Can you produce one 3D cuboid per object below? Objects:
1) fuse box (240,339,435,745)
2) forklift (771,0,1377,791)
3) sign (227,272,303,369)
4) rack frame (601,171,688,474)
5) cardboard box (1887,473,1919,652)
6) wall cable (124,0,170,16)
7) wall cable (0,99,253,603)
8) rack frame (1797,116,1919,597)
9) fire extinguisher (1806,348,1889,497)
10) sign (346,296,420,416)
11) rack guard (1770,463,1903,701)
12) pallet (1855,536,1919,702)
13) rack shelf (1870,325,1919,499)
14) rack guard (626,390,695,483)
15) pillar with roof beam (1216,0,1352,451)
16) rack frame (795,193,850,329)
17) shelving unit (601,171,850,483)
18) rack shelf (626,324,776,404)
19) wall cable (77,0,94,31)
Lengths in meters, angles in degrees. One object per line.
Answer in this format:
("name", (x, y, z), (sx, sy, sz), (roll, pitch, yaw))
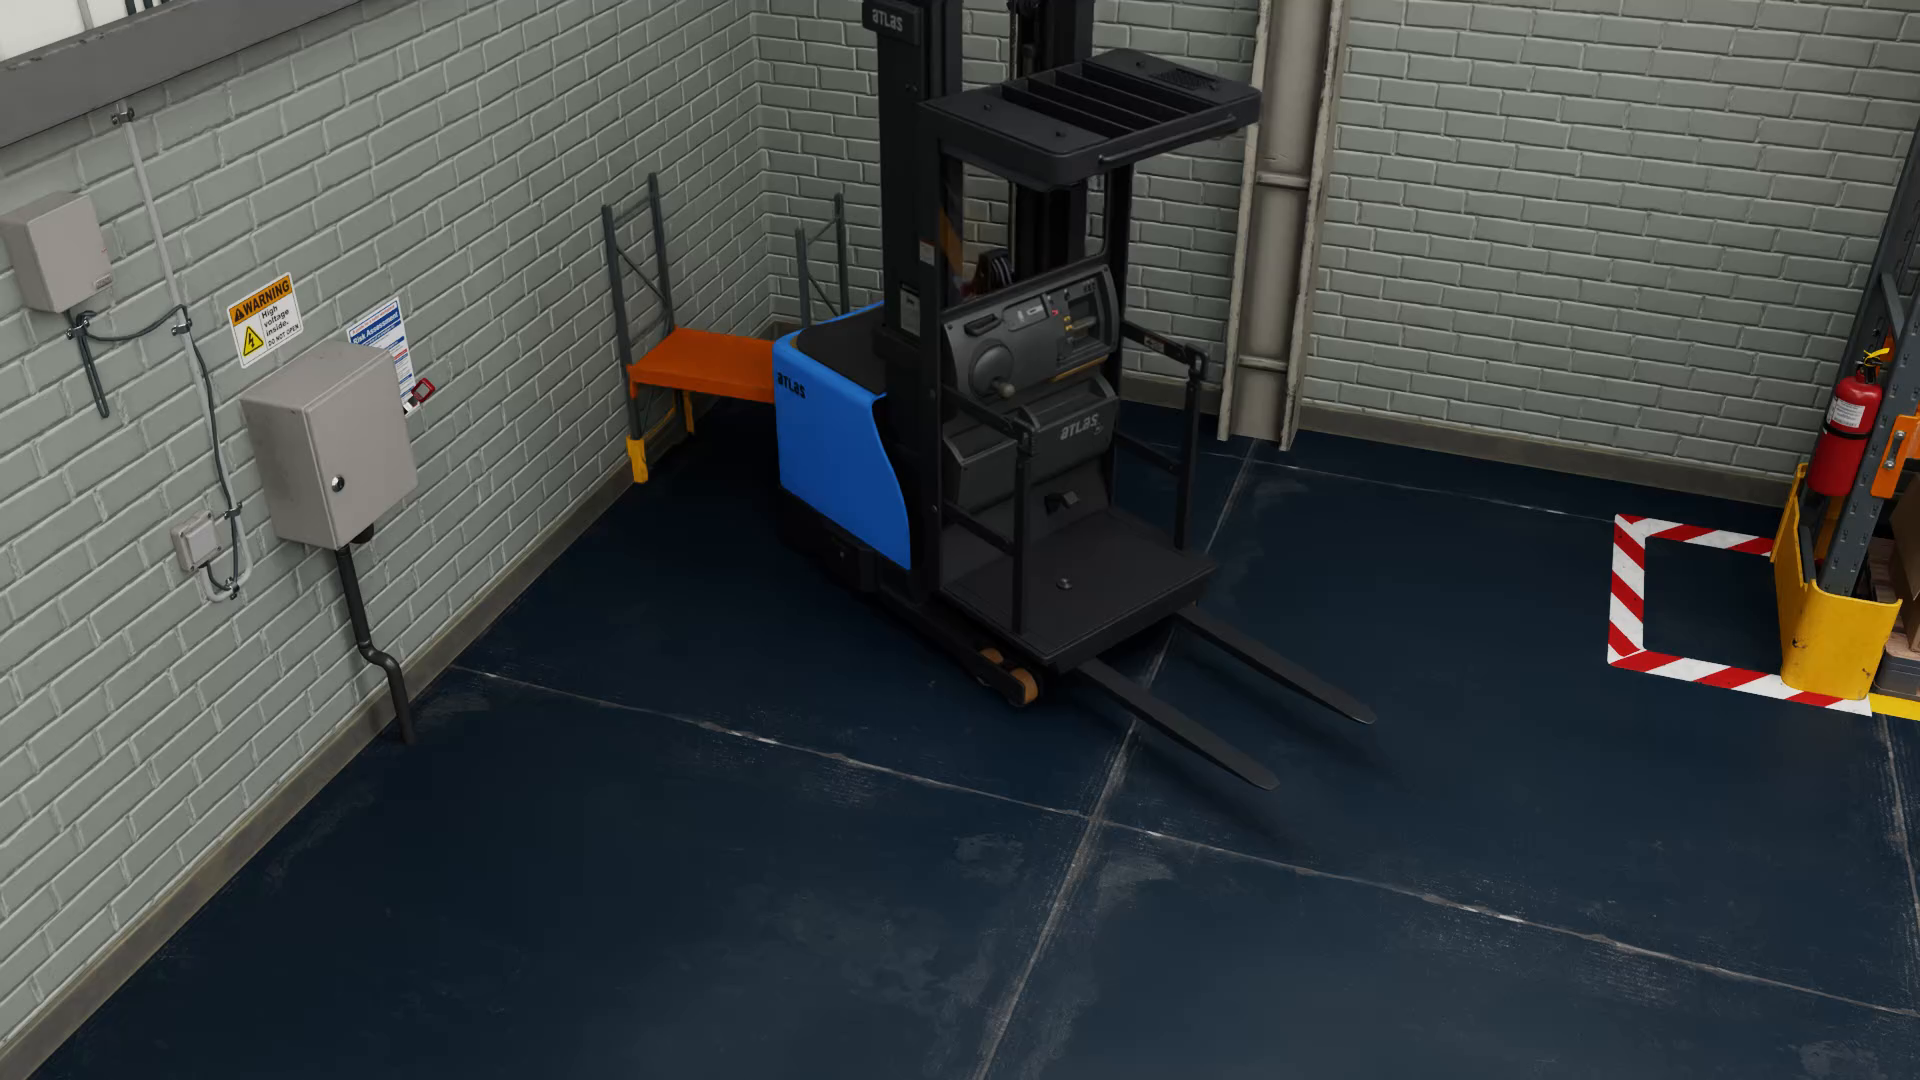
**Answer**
("fuse box", (-2.266, 0.111, 6.501), (0.414, 1.711, 0.539), (11, 34, 16))
("forklift", (0.449, -0.826, 6.827), (1.130, 2.935, 3.031), (-25, 40, -33))
("sign", (-2.479, -0.787, 5.943), (0.001, 0.242, 0.339), (11, 34, 16))
("rack frame", (-1.607, -1.087, 8.545), (0.032, 1.500, 0.500), (10, 34, 17))
("cardboard box", (4.419, 0.133, 7.194), (0.637, 0.503, 0.797), (10, 34, 15))
("wall cable", (-2.014, -3.597, 5.491), (0.133, 3.039, 2.988), (11, 34, 16))
("wall cable", (-2.644, -0.538, 5.381), (0.122, 1.984, 0.588), (11, 34, 16))
("rack frame", (3.875, -0.900, 6.879), (0.127, 3.000, 1.000), (11, 34, 16))
("fire extinguisher", (3.581, -0.502, 6.677), (0.183, 0.674, 0.296), (11, 34, 16))
("sign", (-2.294, -0.681, 6.627), (0.001, 0.494, 0.329), (11, 34, 16))
("rack guard", (3.947, 0.164, 7.535), (0.348, 0.500, 1.175), (11, 34, 16))
("pallet", (4.698, 0.431, 7.388), (1.213, 0.211, 1.003), (11, 34, 16))
("rack shelf", (5.758, -0.232, 6.507), (4.000, 0.370, 1.077), (11, 34, 16))
("rack guard", (-1.595, -0.558, 8.879), (0.087, 0.250, 0.587), (10, 34, 17))
("pillar with roof beam", (0.189, -2.176, 3.324), (0.400, 9.000, 9.100), (11, 34, 16))
("rack frame", (-0.650, -0.917, 8.247), (0.032, 1.500, 0.500), (10, 34, 17))
("shelving unit", (-1.137, -1.004, 8.398), (1.083, 1.500, 0.587), (10, 34, 17))
("rack shelf", (-1.125, -0.850, 8.492), (1.000, 0.185, 0.538), (10, 34, 17))
("wall cable", (-2.989, -2.166, 3.308), (0.029, 3.000, 2.355), (11, 34, 16))
